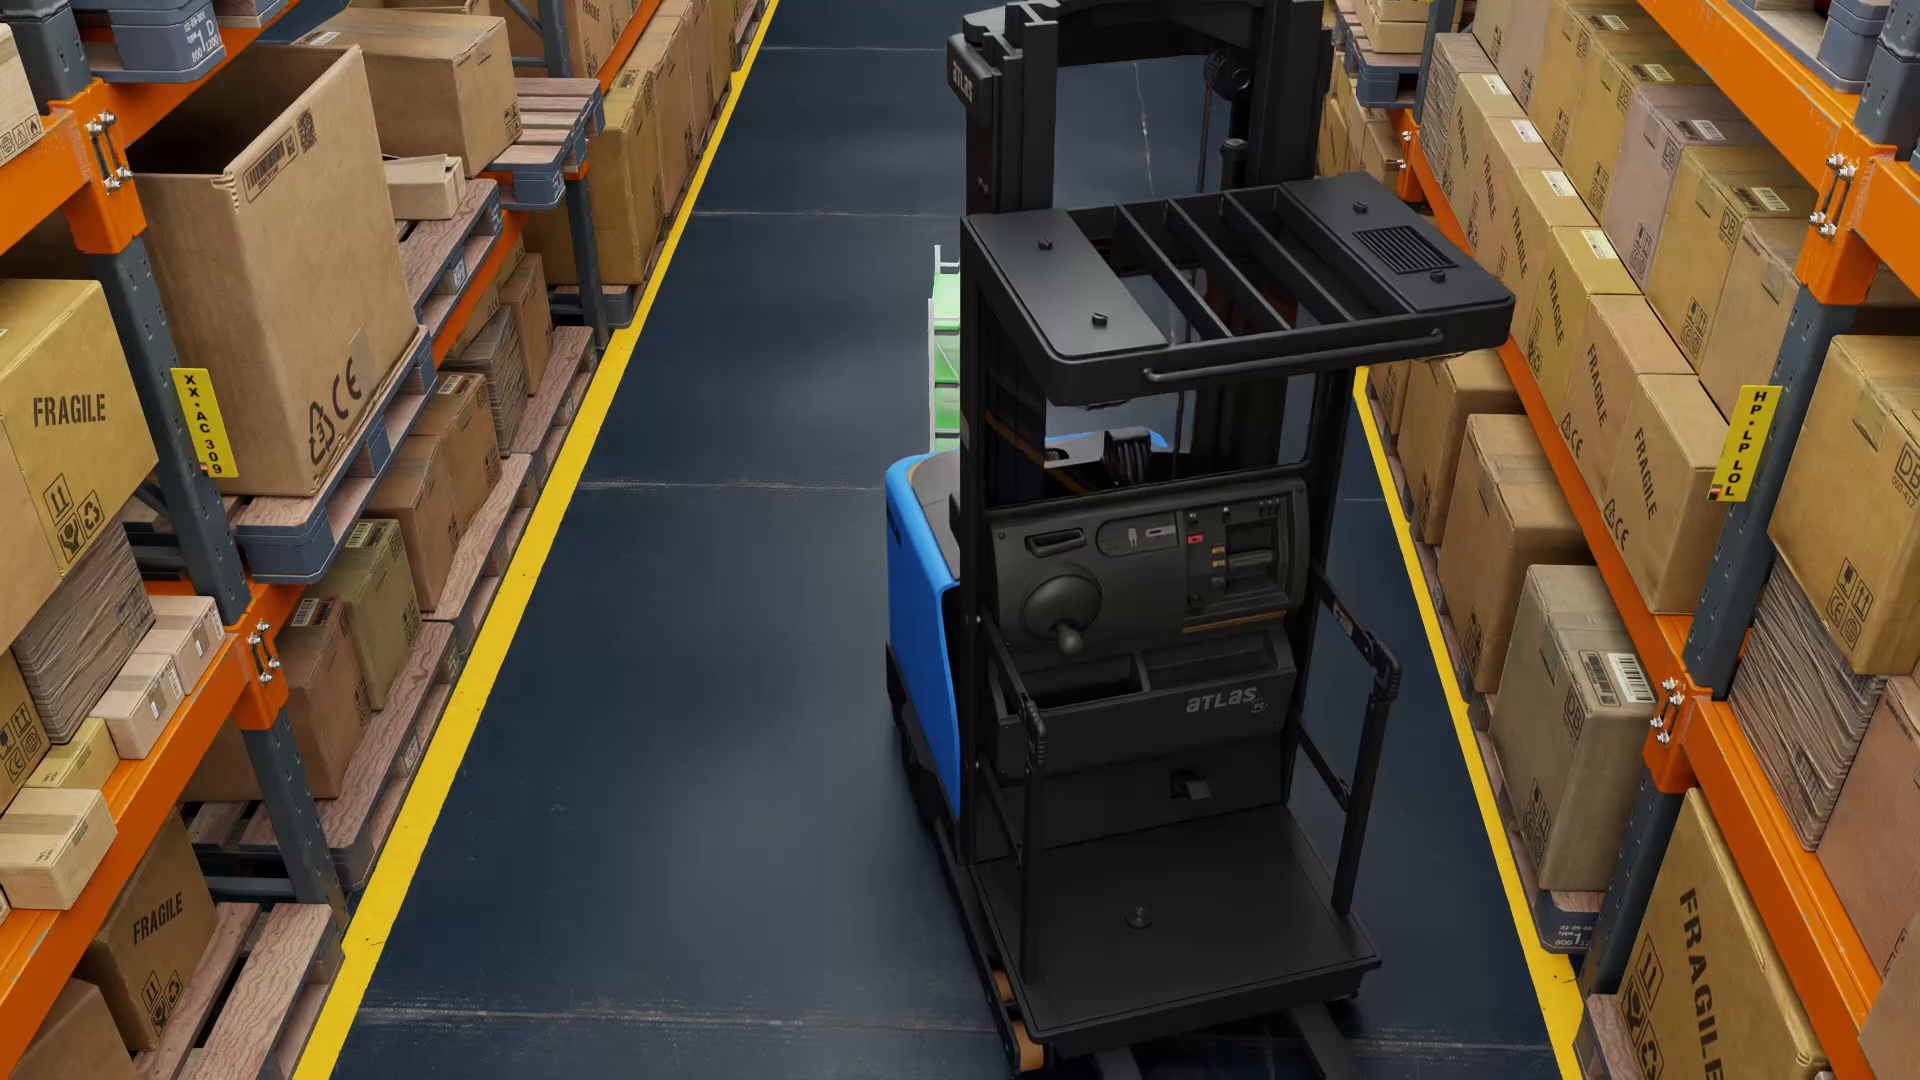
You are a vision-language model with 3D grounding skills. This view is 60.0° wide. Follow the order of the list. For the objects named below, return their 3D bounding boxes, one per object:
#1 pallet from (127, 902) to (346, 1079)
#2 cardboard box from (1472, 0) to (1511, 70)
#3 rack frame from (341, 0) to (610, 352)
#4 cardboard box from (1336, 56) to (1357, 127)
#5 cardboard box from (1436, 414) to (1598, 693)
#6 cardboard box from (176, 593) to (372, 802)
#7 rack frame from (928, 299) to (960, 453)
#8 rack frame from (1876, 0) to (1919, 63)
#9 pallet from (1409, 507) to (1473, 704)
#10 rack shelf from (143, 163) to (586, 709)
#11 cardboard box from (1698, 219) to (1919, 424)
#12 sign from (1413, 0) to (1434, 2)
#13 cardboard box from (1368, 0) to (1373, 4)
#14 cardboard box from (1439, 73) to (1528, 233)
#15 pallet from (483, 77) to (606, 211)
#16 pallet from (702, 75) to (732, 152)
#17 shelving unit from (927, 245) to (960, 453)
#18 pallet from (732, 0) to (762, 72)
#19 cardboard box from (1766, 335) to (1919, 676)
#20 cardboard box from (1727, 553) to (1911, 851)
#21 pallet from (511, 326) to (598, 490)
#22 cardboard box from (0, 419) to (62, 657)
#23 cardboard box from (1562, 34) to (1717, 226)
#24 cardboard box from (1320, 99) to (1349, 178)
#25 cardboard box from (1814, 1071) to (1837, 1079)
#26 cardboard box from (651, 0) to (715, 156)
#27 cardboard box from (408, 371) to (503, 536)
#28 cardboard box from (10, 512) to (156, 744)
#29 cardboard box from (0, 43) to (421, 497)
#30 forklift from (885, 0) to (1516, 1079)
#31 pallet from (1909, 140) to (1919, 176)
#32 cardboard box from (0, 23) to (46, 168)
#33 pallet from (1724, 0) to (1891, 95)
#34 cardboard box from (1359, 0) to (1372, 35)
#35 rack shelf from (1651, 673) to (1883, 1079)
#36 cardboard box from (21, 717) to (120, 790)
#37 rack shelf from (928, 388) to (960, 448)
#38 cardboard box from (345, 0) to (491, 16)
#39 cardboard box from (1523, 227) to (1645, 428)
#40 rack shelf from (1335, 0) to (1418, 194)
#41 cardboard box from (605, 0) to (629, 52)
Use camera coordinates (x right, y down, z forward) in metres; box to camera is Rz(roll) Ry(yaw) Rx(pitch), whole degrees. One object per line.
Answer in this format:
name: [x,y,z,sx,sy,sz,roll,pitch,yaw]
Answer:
pallet: [-2.497,1.572,4.829,1.003,0.211,1.213,1,35,2]
cardboard box: [2.579,-2.273,6.919,0.700,0.500,0.500,1,35,2]
rack frame: [-2.345,-2.253,7.848,1.000,3.000,0.127,1,35,2]
cardboard box: [2.418,-2.518,9.380,0.500,0.250,0.500,2,35,3]
cardboard box: [2.424,0.053,6.157,1.050,0.750,0.750,1,35,2]
cardboard box: [-2.459,0.535,5.671,0.700,0.500,0.500,-1,35,-2]
rack frame: [-0.003,-0.446,6.841,0.240,1.200,0.015,1,35,2]
rack frame: [2.446,-2.237,2.607,1.000,3.000,0.127,1,35,2]
pallet: [2.448,0.210,6.767,1.003,0.211,1.213,1,35,2]
rack shelf: [-2.425,-0.810,6.420,1.077,0.370,4.000,1,35,2]
cardboard box: [2.460,-0.518,4.422,0.700,0.500,0.500,1,35,1]
sign: [2.064,-2.529,7.302,0.100,0.325,0.005,1,35,2]
cardboard box: [2.181,-2.719,8.105,0.380,0.149,0.250,3,35,4]
cardboard box: [2.302,-1.578,6.799,0.500,0.500,0.500,1,35,1]
pallet: [-2.267,-1.763,7.317,1.213,0.211,1.003,1,35,2]
pallet: [-2.140,-2.966,11.286,1.003,0.211,1.213,1,35,2]
shelving unit: [0.007,-0.586,7.040,0.258,1.200,0.503,1,35,2]
pallet: [-2.075,-3.846,12.539,1.003,0.211,1.213,1,35,2]
cardboard box: [2.397,-0.075,3.678,0.875,0.550,0.550,1,35,2]
cardboard box: [2.444,0.368,3.987,0.875,0.550,0.550,1,35,2]
pallet: [-2.378,-0.664,8.011,1.003,0.211,1.213,1,35,2]
cardboard box: [-2.267,0.025,3.390,0.500,0.500,0.500,1,35,2]
cardboard box: [2.521,-1.394,5.668,0.700,0.500,0.500,1,35,1]
cardboard box: [2.402,-2.216,9.604,0.500,0.500,0.500,0,35,0]
cardboard box: [2.319,1.792,3.573,0.875,0.875,0.875,2,35,2]
cardboard box: [-2.225,-2.973,10.353,1.225,0.875,0.875,0,35,0]
cardboard box: [-2.377,-0.380,6.974,0.700,0.500,0.500,4,35,6]
cardboard box: [-2.585,0.139,4.098,0.875,0.500,0.500,1,35,2]
cardboard box: [-2.334,-0.826,4.929,1.000,1.000,1.000,2,35,2]
forklift: [0.602,0.140,4.502,1.130,2.935,3.031,-9,36,-12]
pallet: [2.403,-0.504,2.827,1.003,0.211,1.213,1,35,2]
cardboard box: [-2.263,-0.853,3.377,0.500,0.250,0.500,3,35,4]
pallet: [2.434,-1.460,4.276,0.805,0.209,1.217,0,35,0]
cardboard box: [2.179,-2.587,8.175,0.380,0.149,0.250,1,35,2]
rack shelf: [2.366,1.661,2.904,1.077,0.370,4.000,1,35,2]
cardboard box: [-2.310,0.563,4.058,0.380,0.149,0.250,1,35,2]
rack shelf: [0.007,-0.534,7.077,0.258,0.148,0.480,1,35,2]
cardboard box: [-2.327,-2.155,7.255,0.500,0.500,0.500,-3,35,-4]
cardboard box: [2.241,-0.710,5.565,0.500,0.500,0.500,2,35,2]
rack shelf: [2.687,-2.936,9.444,1.077,0.370,4.000,1,35,2]
cardboard box: [-2.035,-2.864,8.629,0.500,0.500,0.500,0,35,1]
